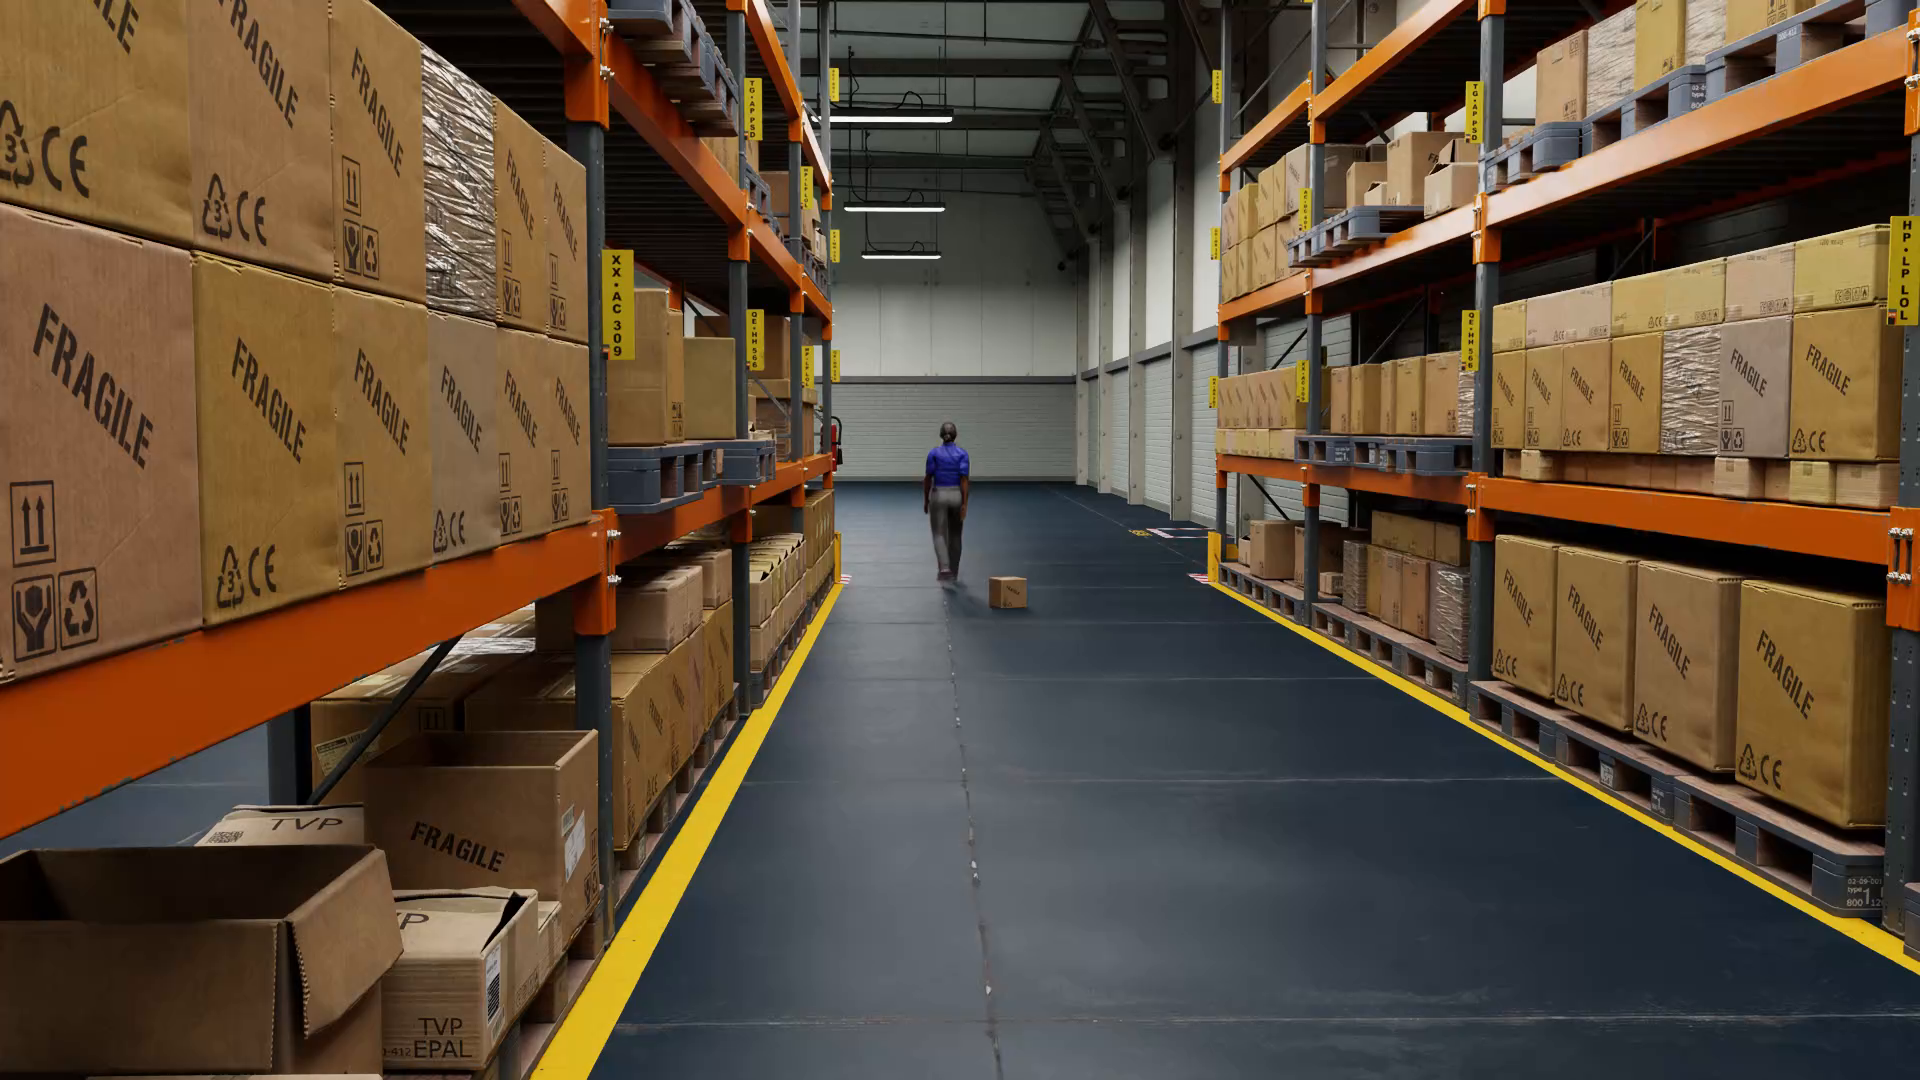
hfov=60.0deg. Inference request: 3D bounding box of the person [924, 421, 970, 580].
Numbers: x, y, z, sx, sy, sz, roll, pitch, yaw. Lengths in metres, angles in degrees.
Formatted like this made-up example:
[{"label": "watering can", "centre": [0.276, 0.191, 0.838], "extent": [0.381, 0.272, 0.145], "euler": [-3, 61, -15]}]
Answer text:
[{"label": "person", "centre": [-0.136, -0.380, 16.616], "extent": [0.444, 1.607, 0.959], "euler": [-1, 4, -8]}]
